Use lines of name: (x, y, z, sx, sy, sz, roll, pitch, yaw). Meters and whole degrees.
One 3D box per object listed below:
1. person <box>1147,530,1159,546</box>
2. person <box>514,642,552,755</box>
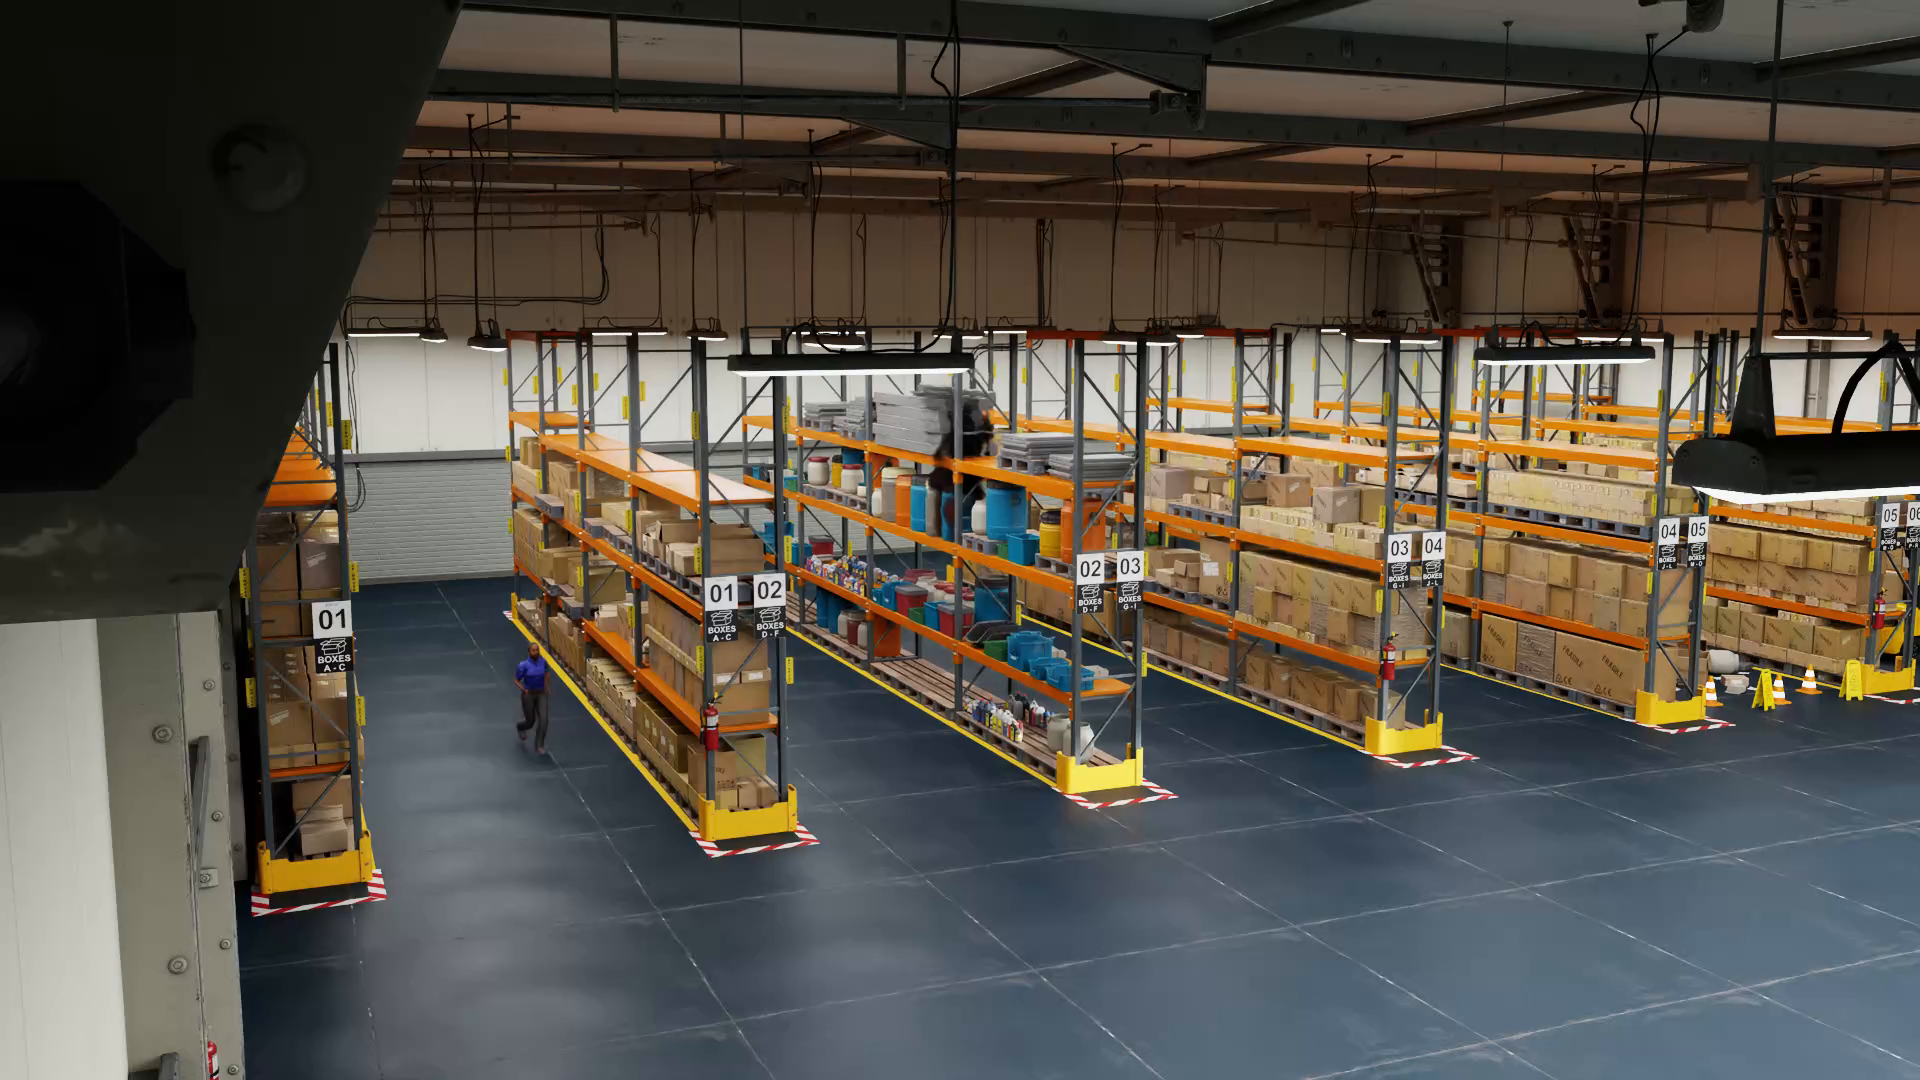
person: (4.901, -0.207, 41.755, 0.704, 1.749, 0.656, -7, 10, -40)
person: (-6.199, 2.264, 24.131, 0.565, 1.624, 0.768, -6, 10, -36)
